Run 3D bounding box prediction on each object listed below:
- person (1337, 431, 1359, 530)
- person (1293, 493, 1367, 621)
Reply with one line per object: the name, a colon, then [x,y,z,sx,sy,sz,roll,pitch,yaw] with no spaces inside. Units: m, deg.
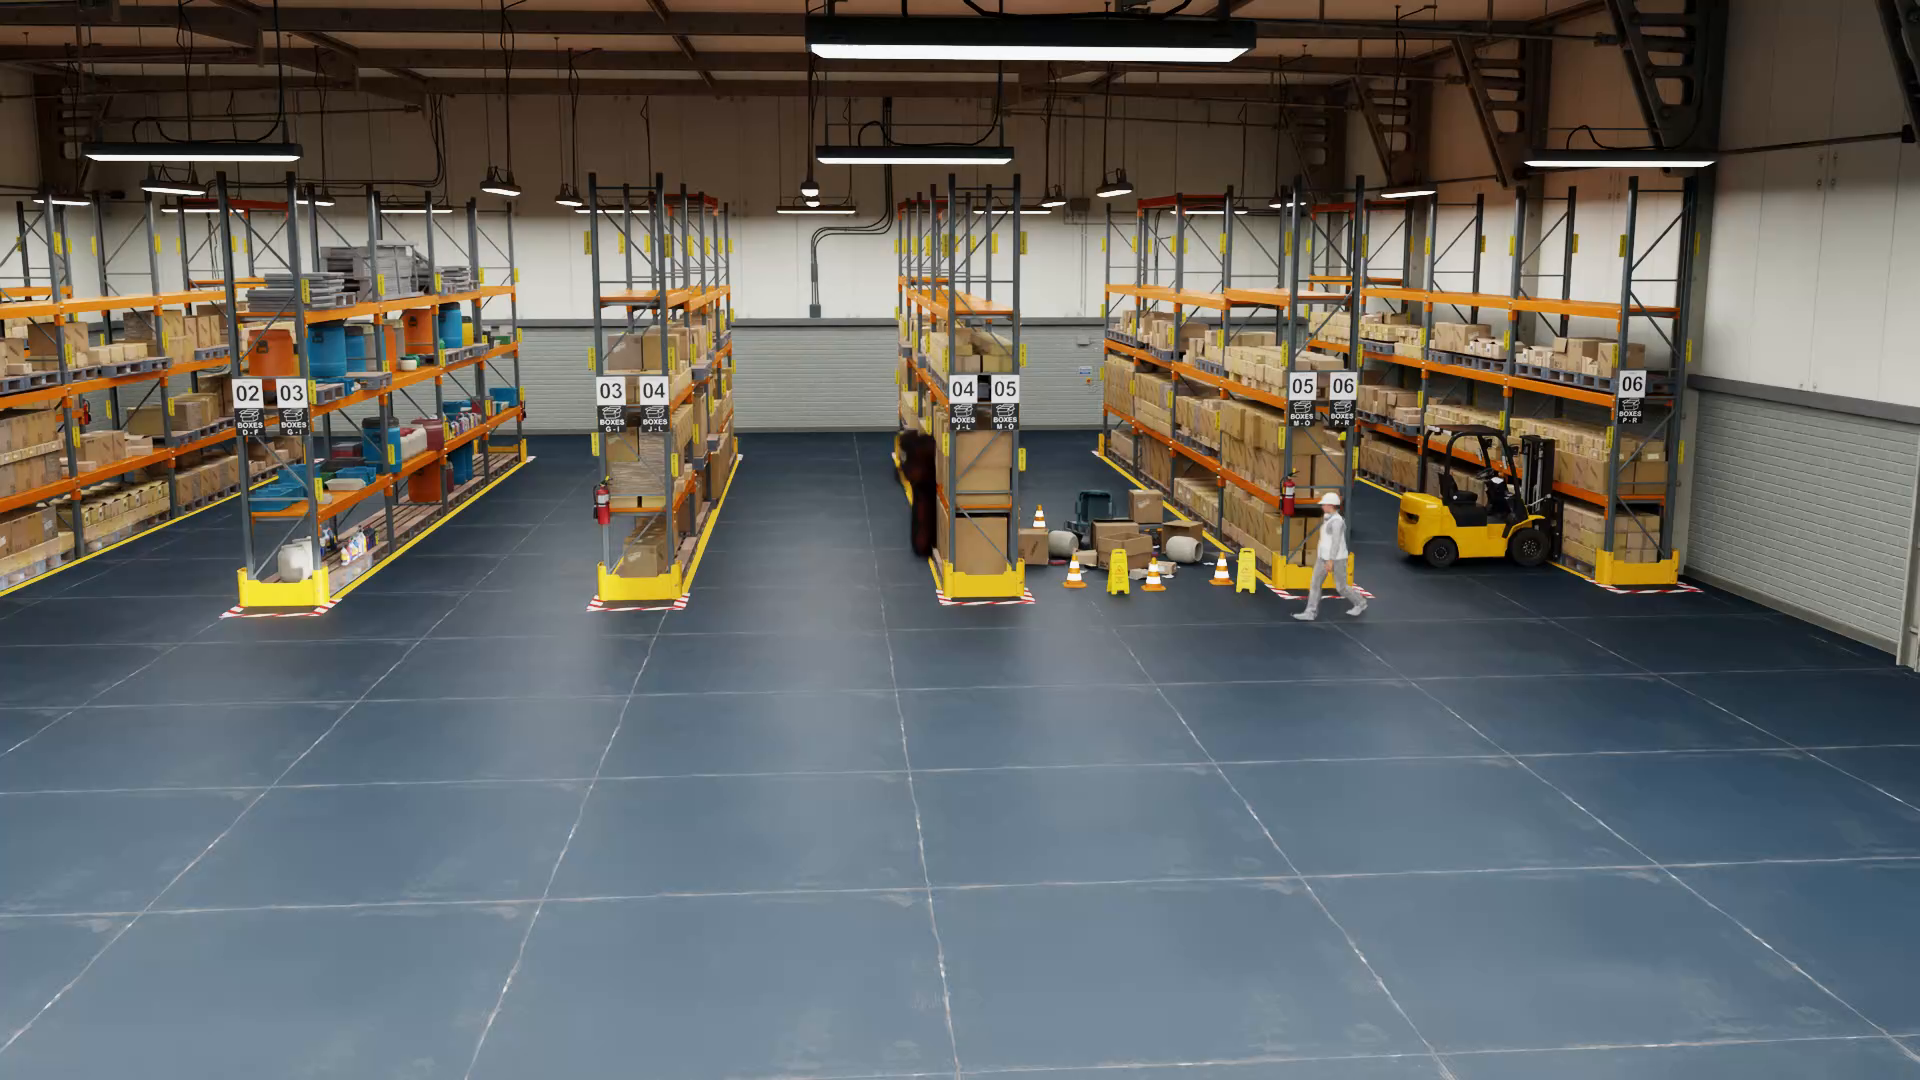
person: [6.902,-1.058,29.659,0.390,1.775,0.620,4,11,20]
person: [5.036,0.234,22.390,0.982,1.749,0.502,-4,11,-23]
